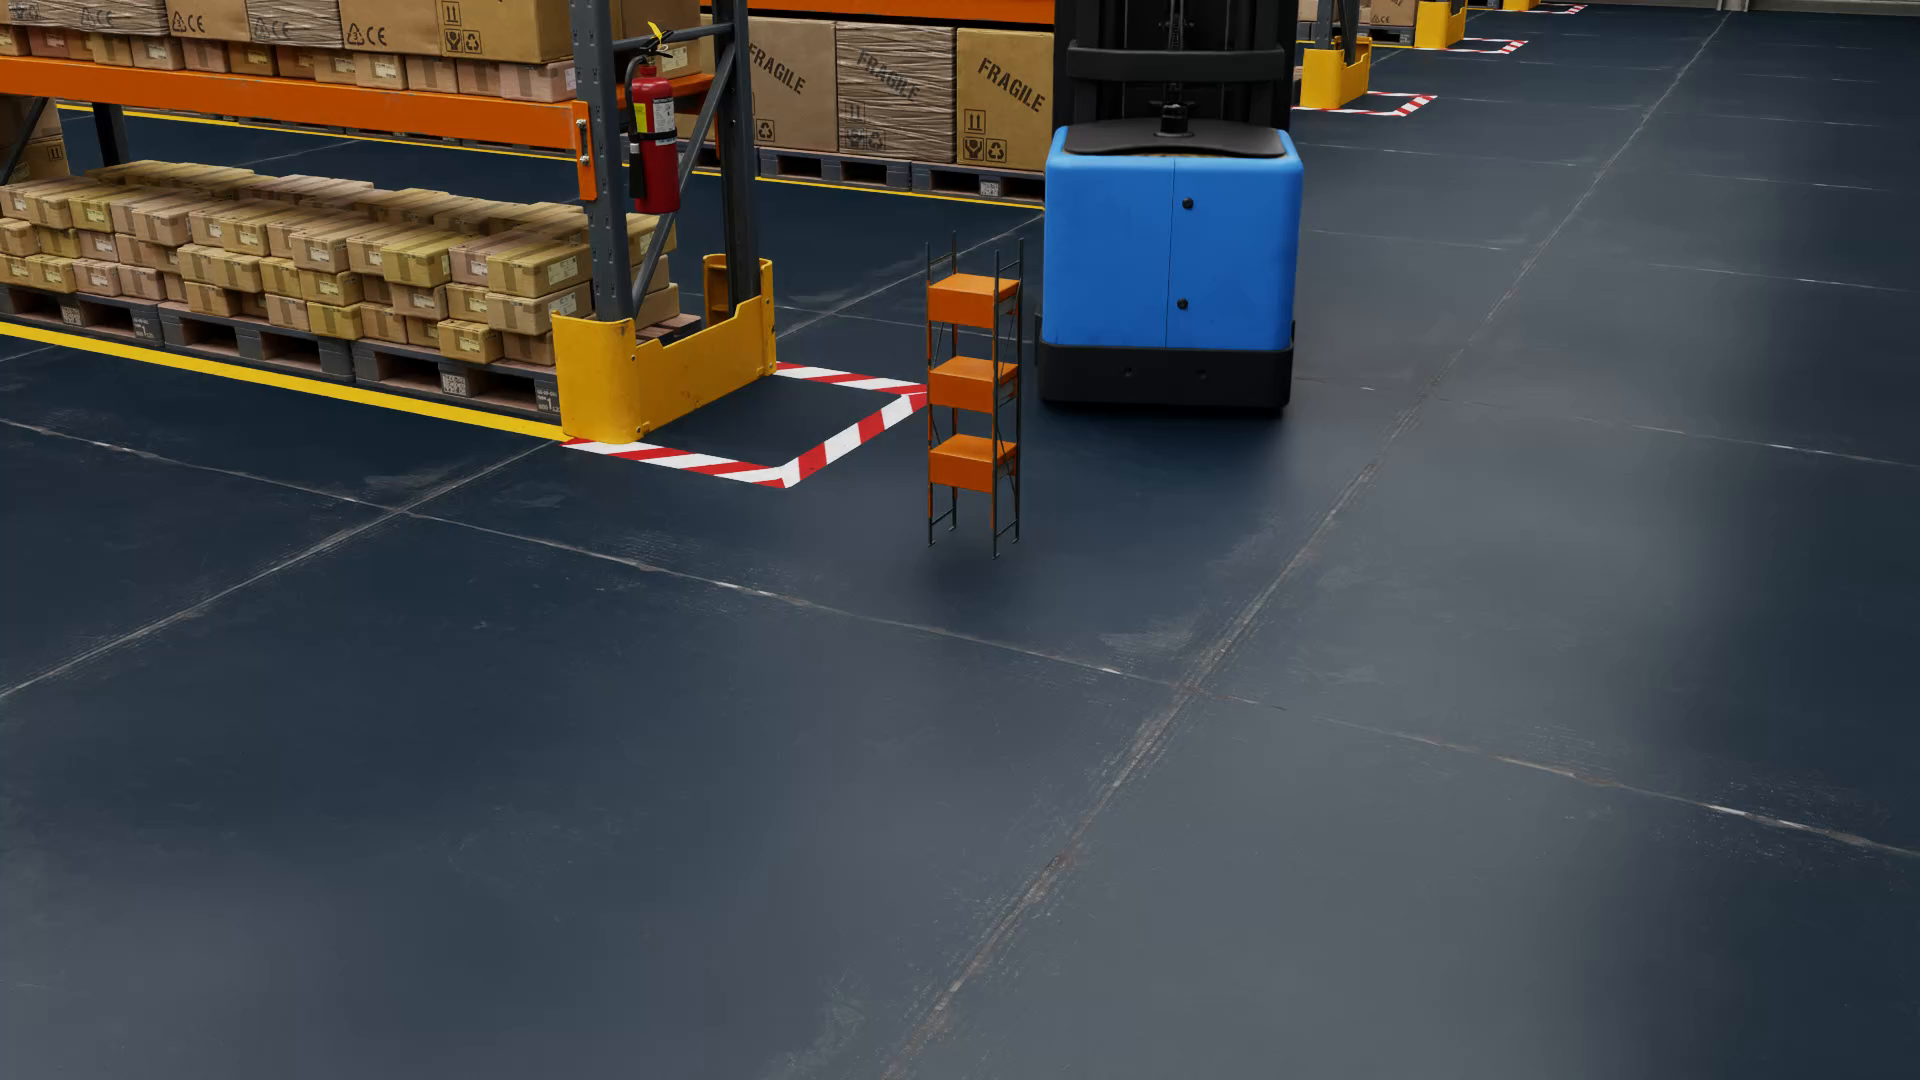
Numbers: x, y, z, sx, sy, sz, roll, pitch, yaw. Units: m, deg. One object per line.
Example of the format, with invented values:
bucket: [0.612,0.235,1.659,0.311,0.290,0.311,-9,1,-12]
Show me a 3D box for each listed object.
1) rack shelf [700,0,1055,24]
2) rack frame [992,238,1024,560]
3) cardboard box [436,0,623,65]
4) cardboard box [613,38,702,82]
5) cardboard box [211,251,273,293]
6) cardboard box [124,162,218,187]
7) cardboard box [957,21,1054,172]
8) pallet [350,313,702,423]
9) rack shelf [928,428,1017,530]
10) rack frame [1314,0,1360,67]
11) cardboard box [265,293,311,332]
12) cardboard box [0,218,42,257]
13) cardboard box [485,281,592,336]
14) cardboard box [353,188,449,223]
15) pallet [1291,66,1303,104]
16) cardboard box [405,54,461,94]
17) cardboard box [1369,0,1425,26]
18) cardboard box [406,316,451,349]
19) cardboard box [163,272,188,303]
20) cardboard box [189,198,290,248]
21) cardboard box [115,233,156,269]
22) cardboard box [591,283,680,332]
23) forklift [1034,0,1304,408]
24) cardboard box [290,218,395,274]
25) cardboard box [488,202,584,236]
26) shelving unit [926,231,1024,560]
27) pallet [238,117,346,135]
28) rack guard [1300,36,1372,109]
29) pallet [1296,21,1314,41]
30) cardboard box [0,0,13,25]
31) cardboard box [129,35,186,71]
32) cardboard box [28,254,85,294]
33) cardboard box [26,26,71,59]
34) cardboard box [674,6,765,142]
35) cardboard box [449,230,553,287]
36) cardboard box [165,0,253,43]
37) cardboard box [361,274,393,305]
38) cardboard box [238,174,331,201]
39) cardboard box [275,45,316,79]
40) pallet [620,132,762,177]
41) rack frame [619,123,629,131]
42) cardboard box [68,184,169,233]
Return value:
rack shelf: [-0.616,-3.710,11.559,4.000,0.370,1.077,11,25,25]
rack frame: [0.157,-0.452,5.472,0.008,1.050,0.200,11,25,25]
cardboard box: [-1.677,-2.145,6.454,0.500,0.500,0.500,12,26,26]
cardboard box: [-1.301,-2.029,7.009,0.250,0.149,0.380,11,25,24]
cardboard box: [-3.170,-1.253,7.591,0.250,0.149,0.380,11,26,25]
cardboard box: [-4.048,-1.831,8.569,0.250,0.149,0.380,12,26,25]
cardboard box: [0.561,-2.988,11.122,0.875,0.875,0.875,11,25,25]
pallet: [-1.936,-0.859,7.500,1.213,0.211,1.003,11,25,25]
rack shelf: [0.048,-0.208,5.635,0.240,0.259,0.215,11,25,25]
rack frame: [3.403,-5.417,14.655,0.127,3.000,1.000,11,25,25]
cardboard box: [-2.912,-1.079,7.560,0.250,0.149,0.380,12,26,26]
cardboard box: [-4.550,-1.522,8.222,0.250,0.149,0.380,12,26,27]
cardboard box: [-1.759,-0.985,6.959,0.250,0.149,0.380,10,25,23]
cardboard box: [-2.657,-1.565,7.943,0.250,0.149,0.380,12,26,25]
pallet: [2.685,-4.293,15.575,1.213,0.211,1.003,11,25,25]
cardboard box: [-2.013,-1.912,6.735,0.250,0.149,0.380,11,25,24]
cardboard box: [5.045,-6.209,19.148,0.500,0.500,0.500,11,25,25]
cardboard box: [-2.195,-0.961,7.284,0.250,0.149,0.380,11,25,24]
cardboard box: [-3.561,-1.249,7.960,0.250,0.149,0.380,10,25,22]
cardboard box: [-3.334,-1.474,7.728,0.250,0.149,0.380,10,25,22]
cardboard box: [-3.810,-1.429,8.004,0.250,0.149,0.380,10,25,22]
cardboard box: [-1.483,-1.059,7.513,0.250,0.149,0.380,12,26,26]
forklift: [0.993,-2.432,7.724,1.130,2.935,3.031,2,23,5]
cardboard box: [-2.700,-1.295,7.308,0.250,0.149,0.380,12,26,26]
cardboard box: [-1.941,-1.435,7.638,0.250,0.149,0.380,11,25,24]
shelving unit: [0.048,-0.474,5.522,0.252,1.050,0.215,11,25,25]
pallet: [-5.301,-3.651,14.066,1.213,0.211,1.003,11,25,25]
rack guard: [3.431,-4.267,15.145,0.348,0.500,1.175,11,25,25]
pallet: [3.777,-6.233,20.137,1.213,0.211,1.003,11,25,25]
cardboard box: [-4.401,-2.687,7.727,0.500,0.500,0.500,11,25,24]
cardboard box: [-3.427,-2.184,7.373,0.250,0.149,0.380,12,26,27]
cardboard box: [-4.312,-1.337,8.168,0.250,0.149,0.380,12,26,26]
cardboard box: [-4.098,-2.351,7.766,0.250,0.149,0.380,10,25,22]
cardboard box: [-1.848,-3.465,12.243,0.875,0.875,0.875,11,25,25]
cardboard box: [-1.945,-1.197,7.079,0.250,0.149,0.380,12,26,26]
cardboard box: [-3.031,-2.416,7.090,0.500,0.500,0.500,13,26,27]
cardboard box: [-2.417,-1.159,7.369,0.250,0.149,0.380,11,25,24]
cardboard box: [-3.343,-1.701,8.263,0.250,0.149,0.380,10,25,22]
cardboard box: [-2.688,-2.074,7.116,0.250,0.149,0.380,10,25,22]
pallet: [-1.758,-2.949,12.414,1.213,0.211,1.003,11,25,25]
rack frame: [-2.401,-4.394,12.249,0.127,3.000,1.000,11,25,25]
cardboard box: [-4.048,-1.604,8.036,0.250,0.149,0.380,11,25,24]
